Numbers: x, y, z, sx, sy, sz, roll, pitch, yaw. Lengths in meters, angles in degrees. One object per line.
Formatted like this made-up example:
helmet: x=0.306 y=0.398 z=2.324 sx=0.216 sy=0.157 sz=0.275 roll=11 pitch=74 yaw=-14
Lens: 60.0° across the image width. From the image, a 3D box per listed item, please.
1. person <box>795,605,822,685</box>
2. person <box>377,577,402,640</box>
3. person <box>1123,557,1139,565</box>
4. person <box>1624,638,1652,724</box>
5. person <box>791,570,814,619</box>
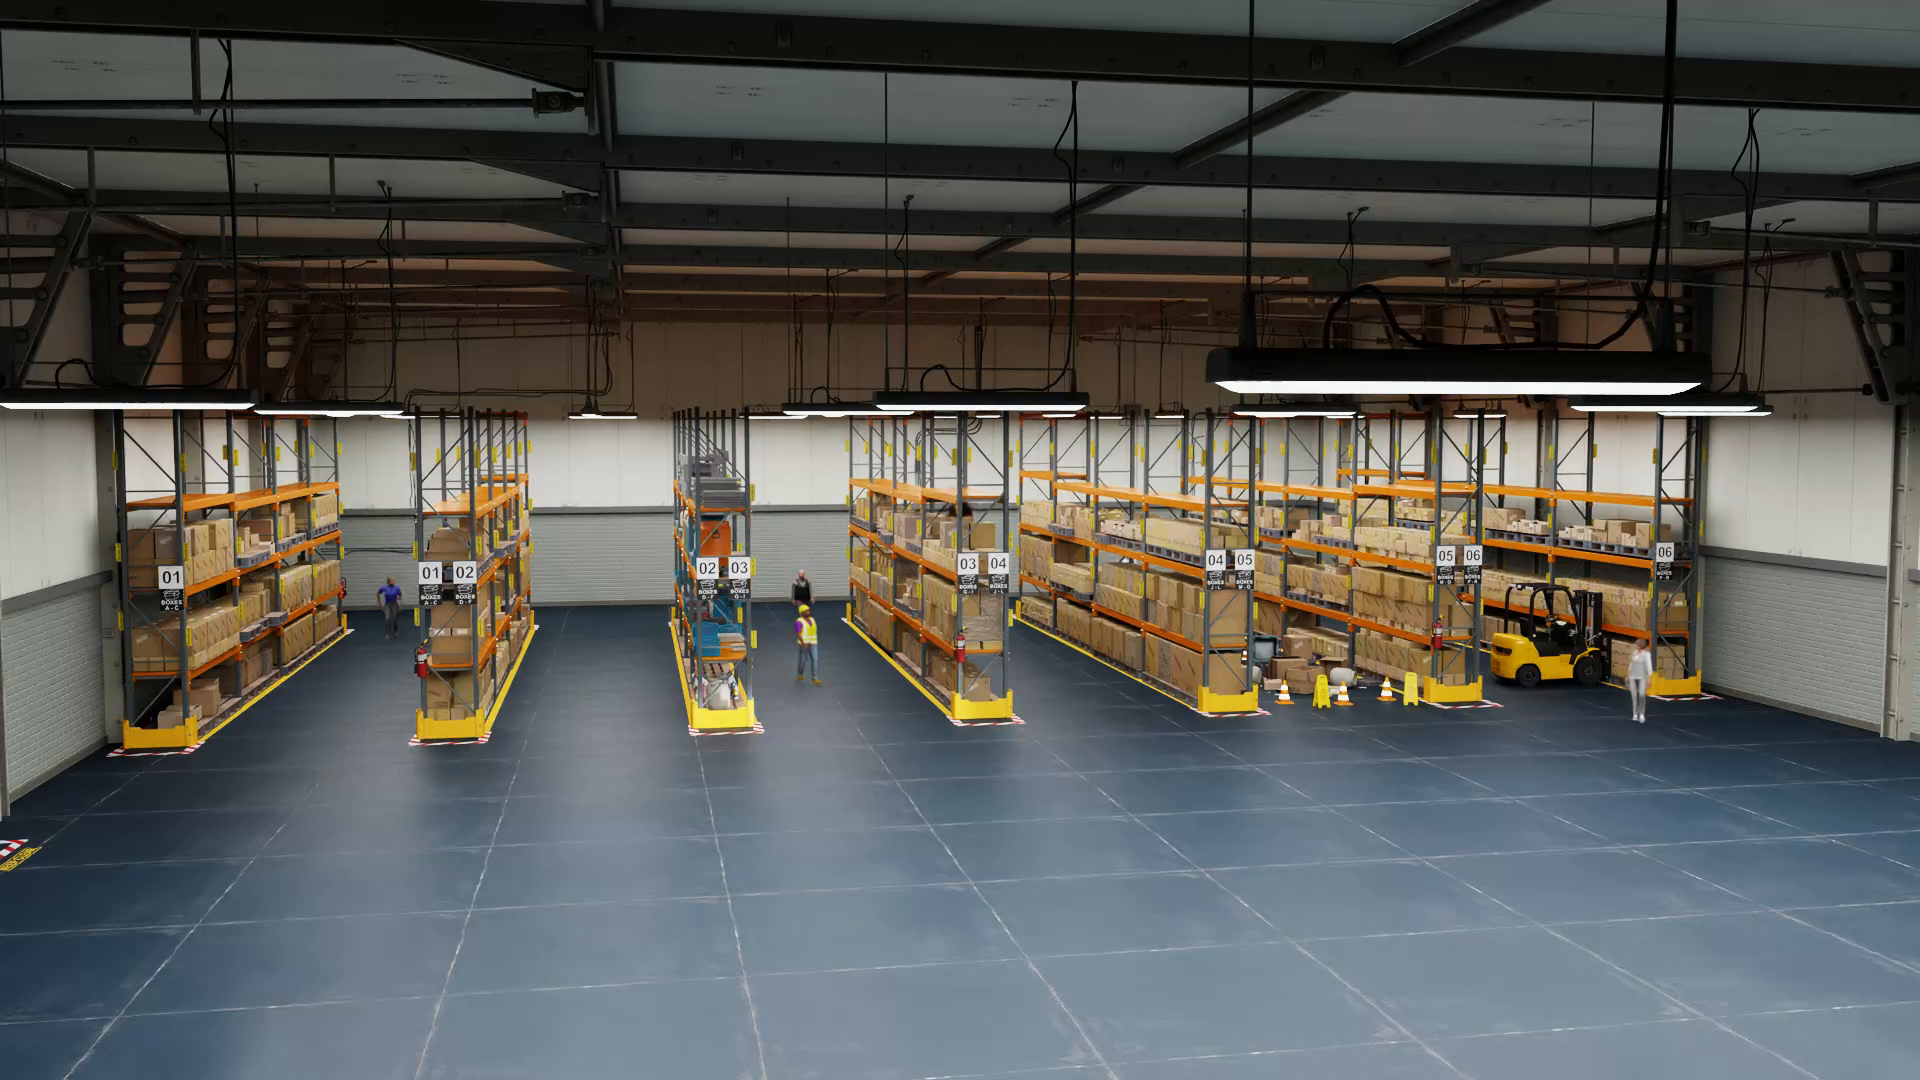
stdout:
person: x=-3.327 y=2.283 z=36.291 sx=0.538 sy=1.717 sz=0.999 roll=-2 pitch=4 yaw=-23
person: x=-15.020 y=1.769 z=43.751 sx=0.626 sy=1.609 sz=1.006 roll=-1 pitch=4 yaw=-9
person: x=5.361 y=1.160 z=51.821 sx=0.574 sy=1.732 sz=0.913 roll=-1 pitch=4 yaw=-11
person: x=12.903 y=2.671 z=31.627 sx=0.494 sy=1.623 sz=0.471 roll=3 pitch=5 yaw=34
person: x=-4.298 y=1.658 z=45.411 sx=0.595 sy=1.682 sz=1.018 roll=-1 pitch=4 yaw=-13
